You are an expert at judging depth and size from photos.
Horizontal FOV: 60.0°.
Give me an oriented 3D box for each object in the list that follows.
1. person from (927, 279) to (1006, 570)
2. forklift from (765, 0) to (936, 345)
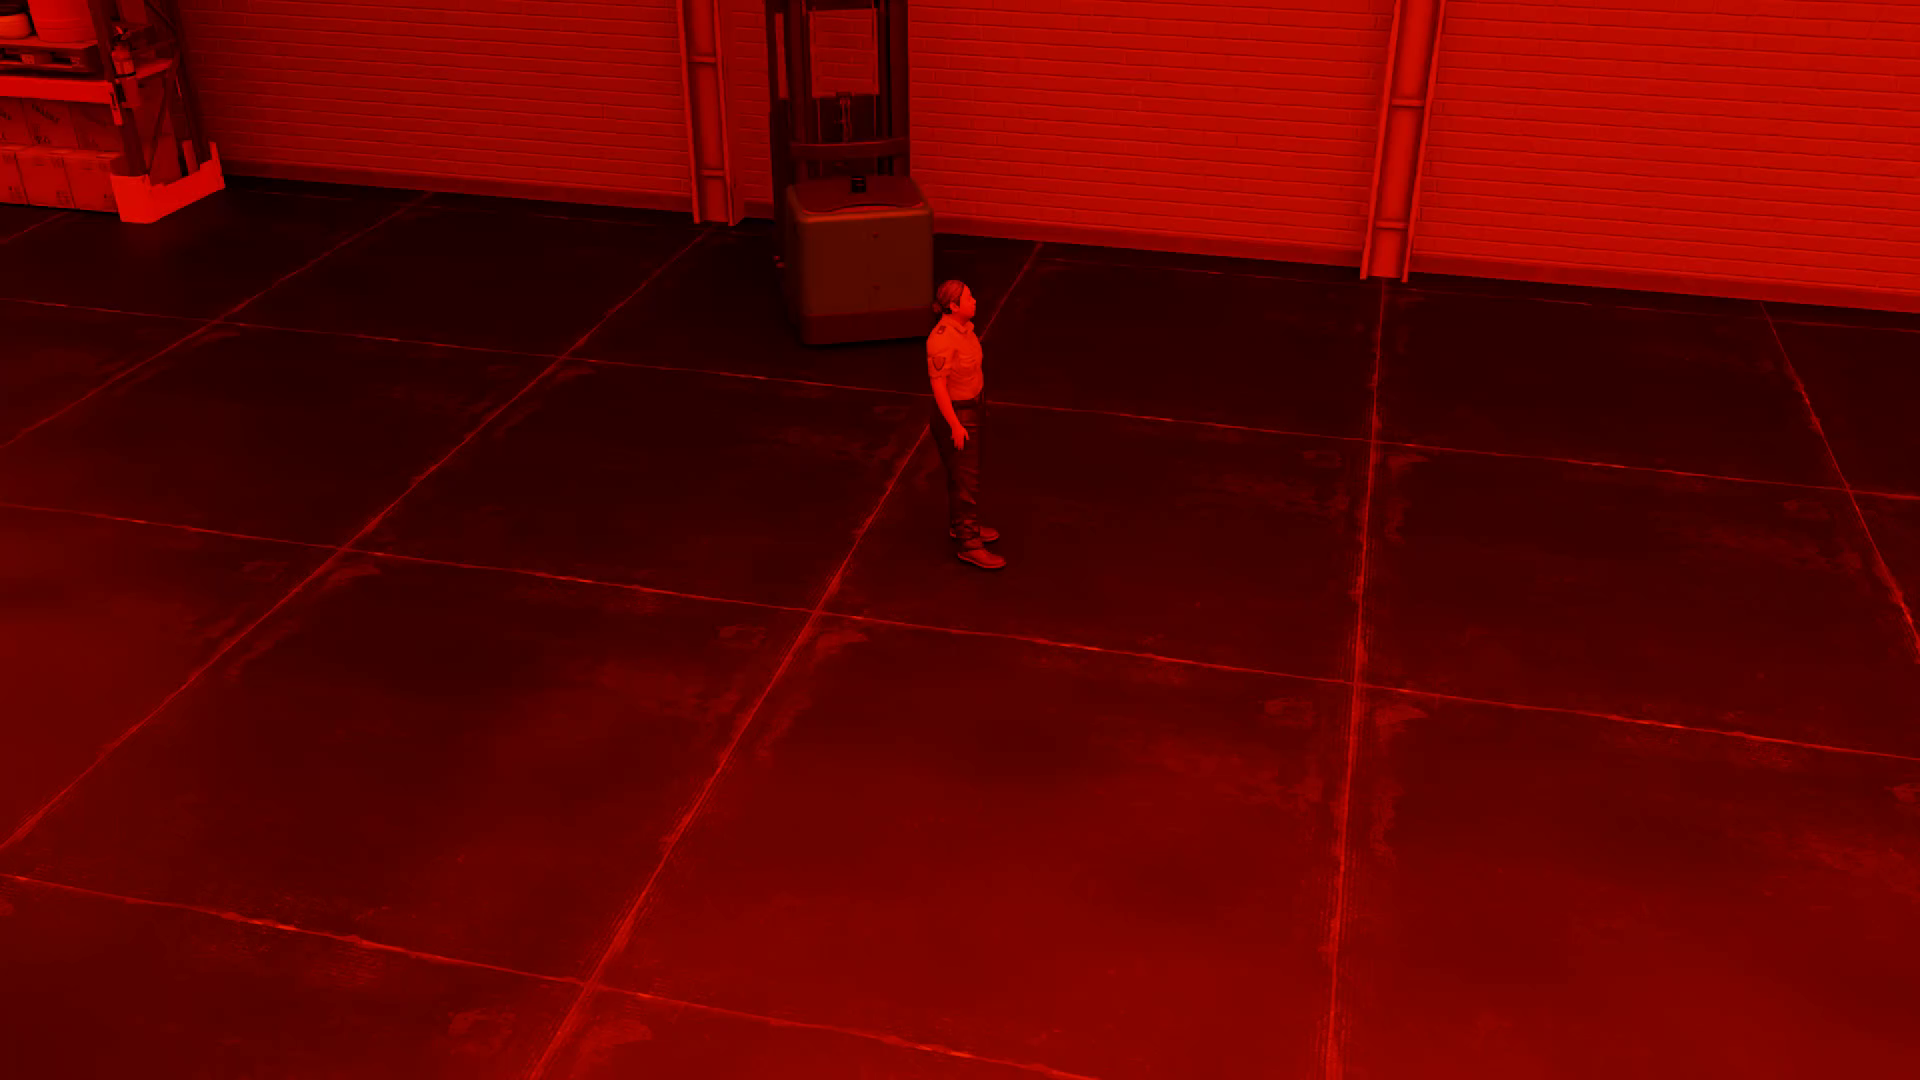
[{"bbox_3d":[0.081,-0.703,9.695,0.503,1.651,0.598,7,30,12],"label":"person"},{"bbox_3d":[-0.992,-3.463,13.282,1.130,2.935,3.031,-6,30,-10],"label":"forklift"}]
